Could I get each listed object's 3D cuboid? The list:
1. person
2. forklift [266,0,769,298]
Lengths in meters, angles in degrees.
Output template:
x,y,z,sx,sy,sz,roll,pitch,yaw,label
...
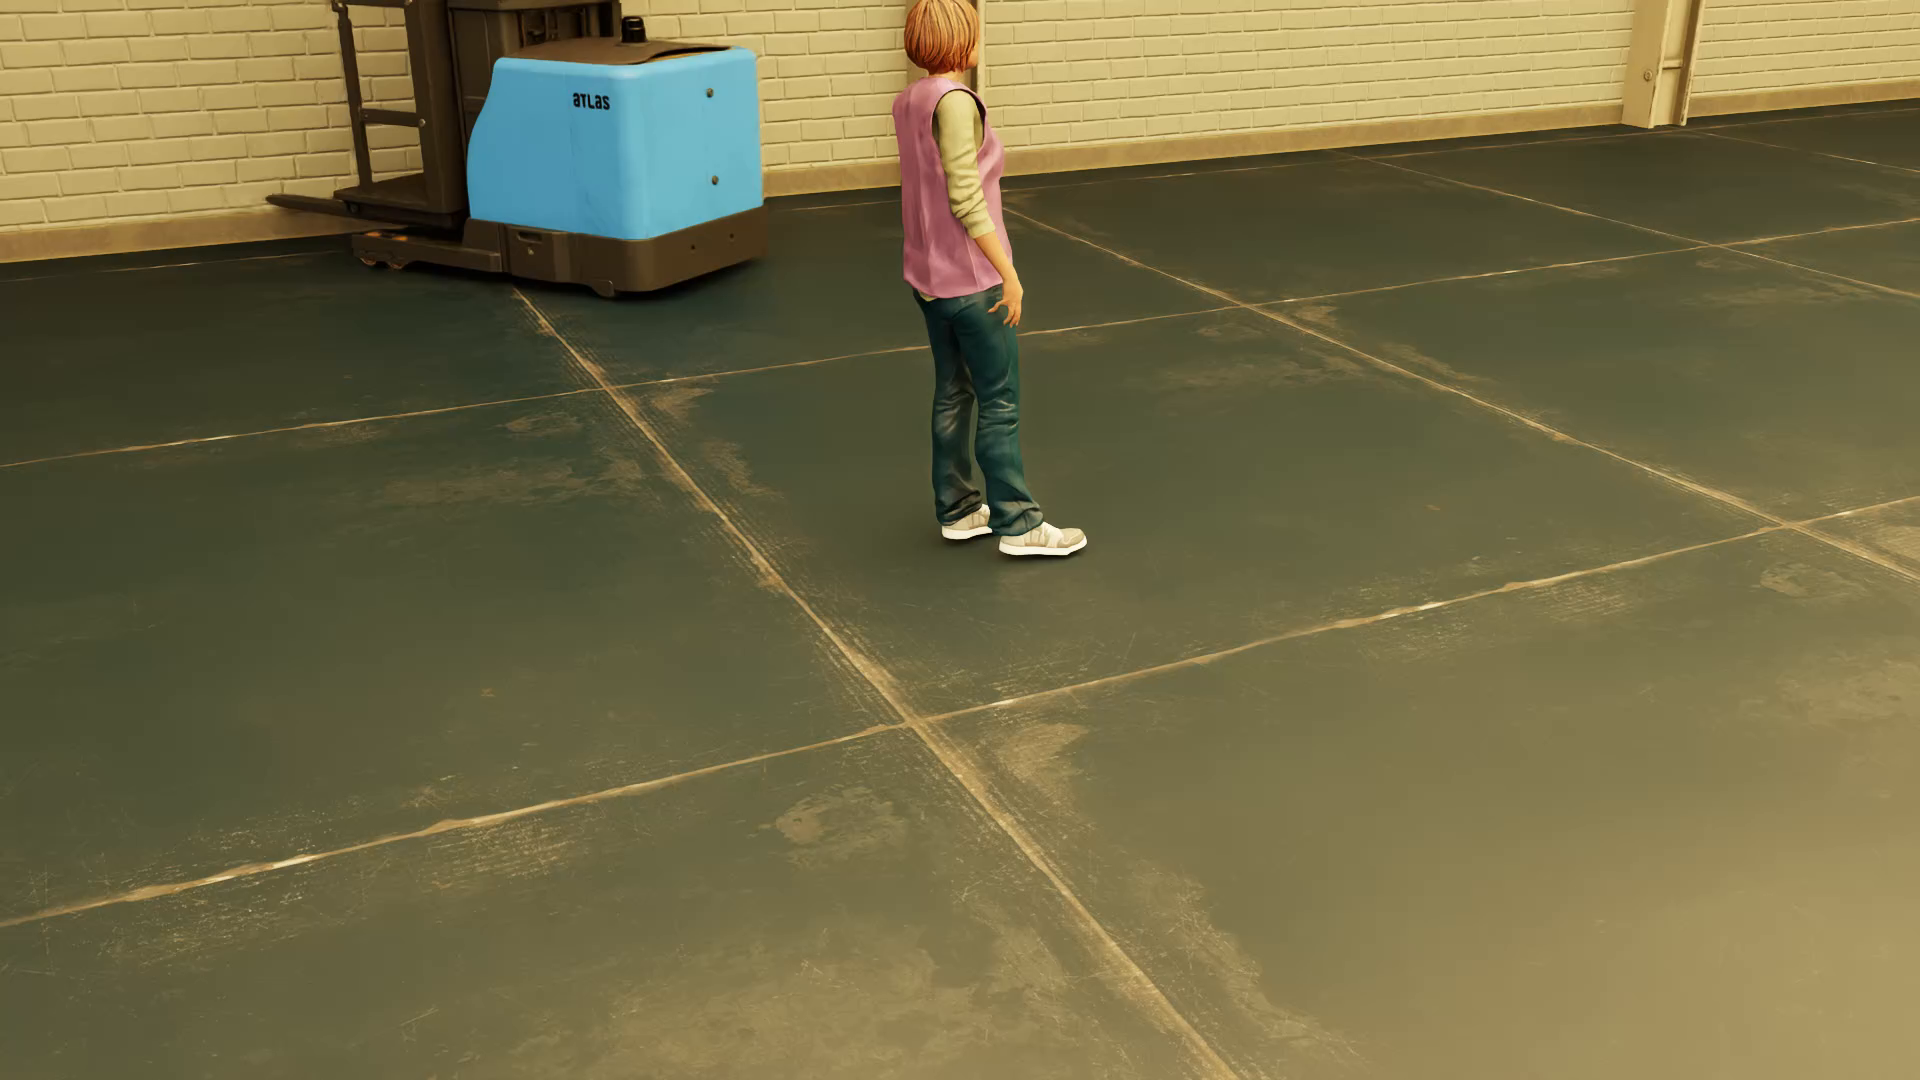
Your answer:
x,y,z,sx,sy,sz,roll,pitch,yaw,label
0.073,-0.751,4.814,0.476,1.597,0.520,-10,25,-23,person
-2.503,-2.879,8.216,3.031,2.935,1.130,12,26,27,forklift
